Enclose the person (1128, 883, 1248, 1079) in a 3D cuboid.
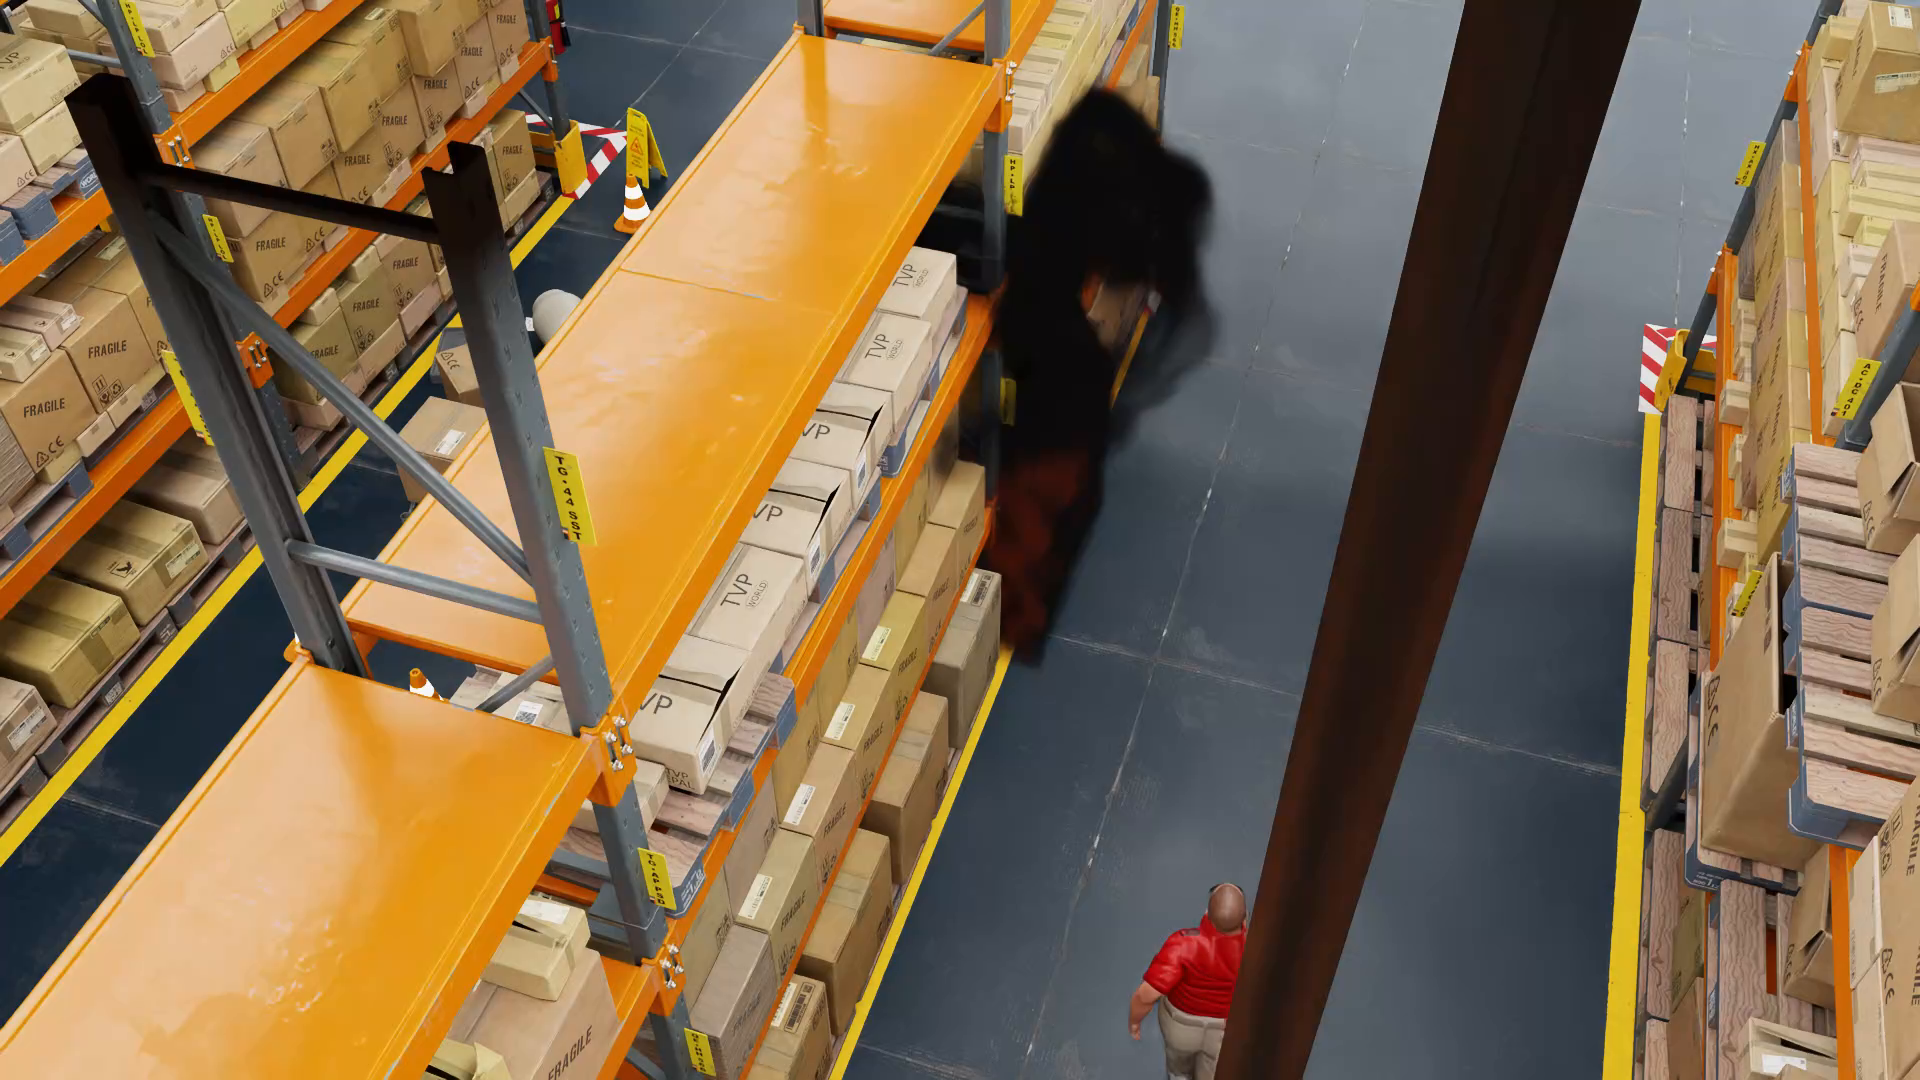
[{"bbox_3d":[1.085,2.191,7.465,0.686,1.860,0.840,6,46,6],"label":"person"}]
